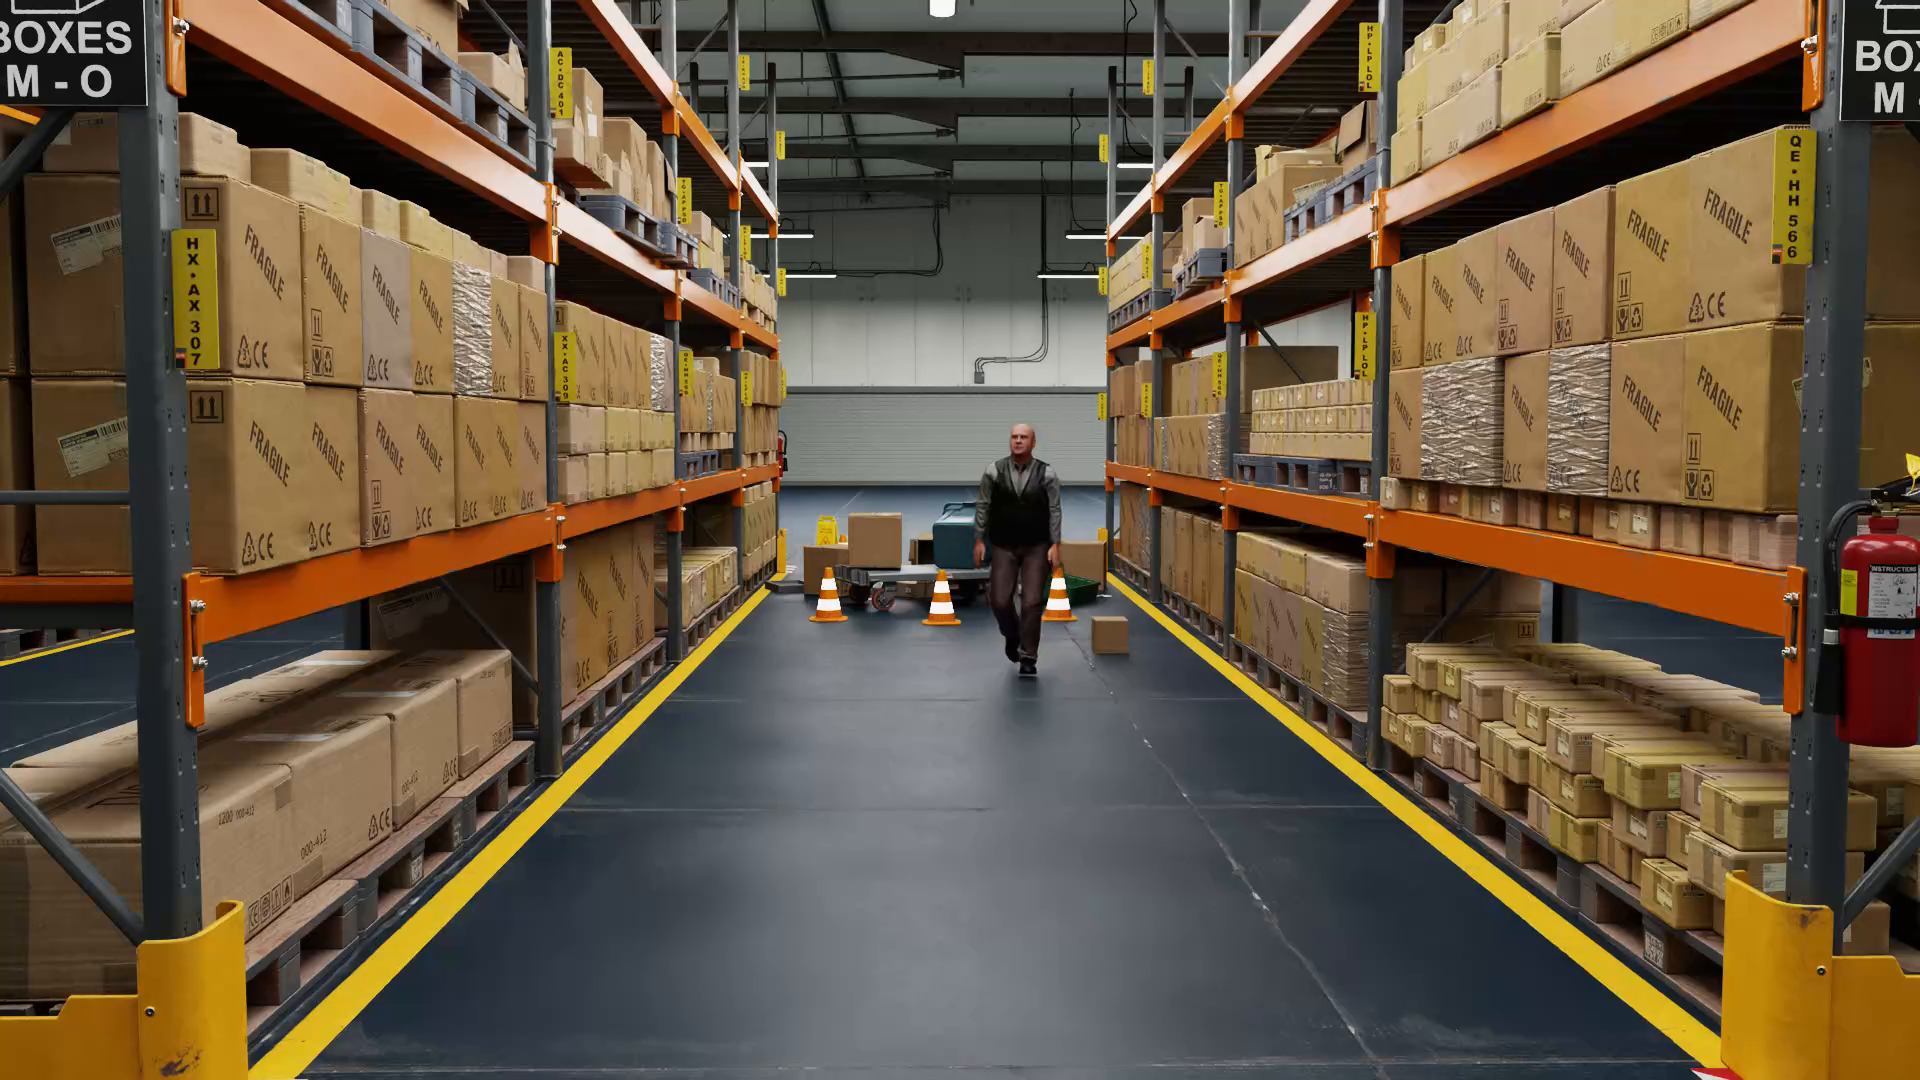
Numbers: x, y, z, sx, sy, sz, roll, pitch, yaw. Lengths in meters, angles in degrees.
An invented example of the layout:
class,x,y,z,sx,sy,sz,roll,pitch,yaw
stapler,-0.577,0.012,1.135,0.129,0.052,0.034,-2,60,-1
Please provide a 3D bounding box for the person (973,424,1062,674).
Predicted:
class,x,y,z,sx,sy,sz,roll,pitch,yaw
person,0.395,0.055,11.404,0.611,1.703,0.592,0,4,4
